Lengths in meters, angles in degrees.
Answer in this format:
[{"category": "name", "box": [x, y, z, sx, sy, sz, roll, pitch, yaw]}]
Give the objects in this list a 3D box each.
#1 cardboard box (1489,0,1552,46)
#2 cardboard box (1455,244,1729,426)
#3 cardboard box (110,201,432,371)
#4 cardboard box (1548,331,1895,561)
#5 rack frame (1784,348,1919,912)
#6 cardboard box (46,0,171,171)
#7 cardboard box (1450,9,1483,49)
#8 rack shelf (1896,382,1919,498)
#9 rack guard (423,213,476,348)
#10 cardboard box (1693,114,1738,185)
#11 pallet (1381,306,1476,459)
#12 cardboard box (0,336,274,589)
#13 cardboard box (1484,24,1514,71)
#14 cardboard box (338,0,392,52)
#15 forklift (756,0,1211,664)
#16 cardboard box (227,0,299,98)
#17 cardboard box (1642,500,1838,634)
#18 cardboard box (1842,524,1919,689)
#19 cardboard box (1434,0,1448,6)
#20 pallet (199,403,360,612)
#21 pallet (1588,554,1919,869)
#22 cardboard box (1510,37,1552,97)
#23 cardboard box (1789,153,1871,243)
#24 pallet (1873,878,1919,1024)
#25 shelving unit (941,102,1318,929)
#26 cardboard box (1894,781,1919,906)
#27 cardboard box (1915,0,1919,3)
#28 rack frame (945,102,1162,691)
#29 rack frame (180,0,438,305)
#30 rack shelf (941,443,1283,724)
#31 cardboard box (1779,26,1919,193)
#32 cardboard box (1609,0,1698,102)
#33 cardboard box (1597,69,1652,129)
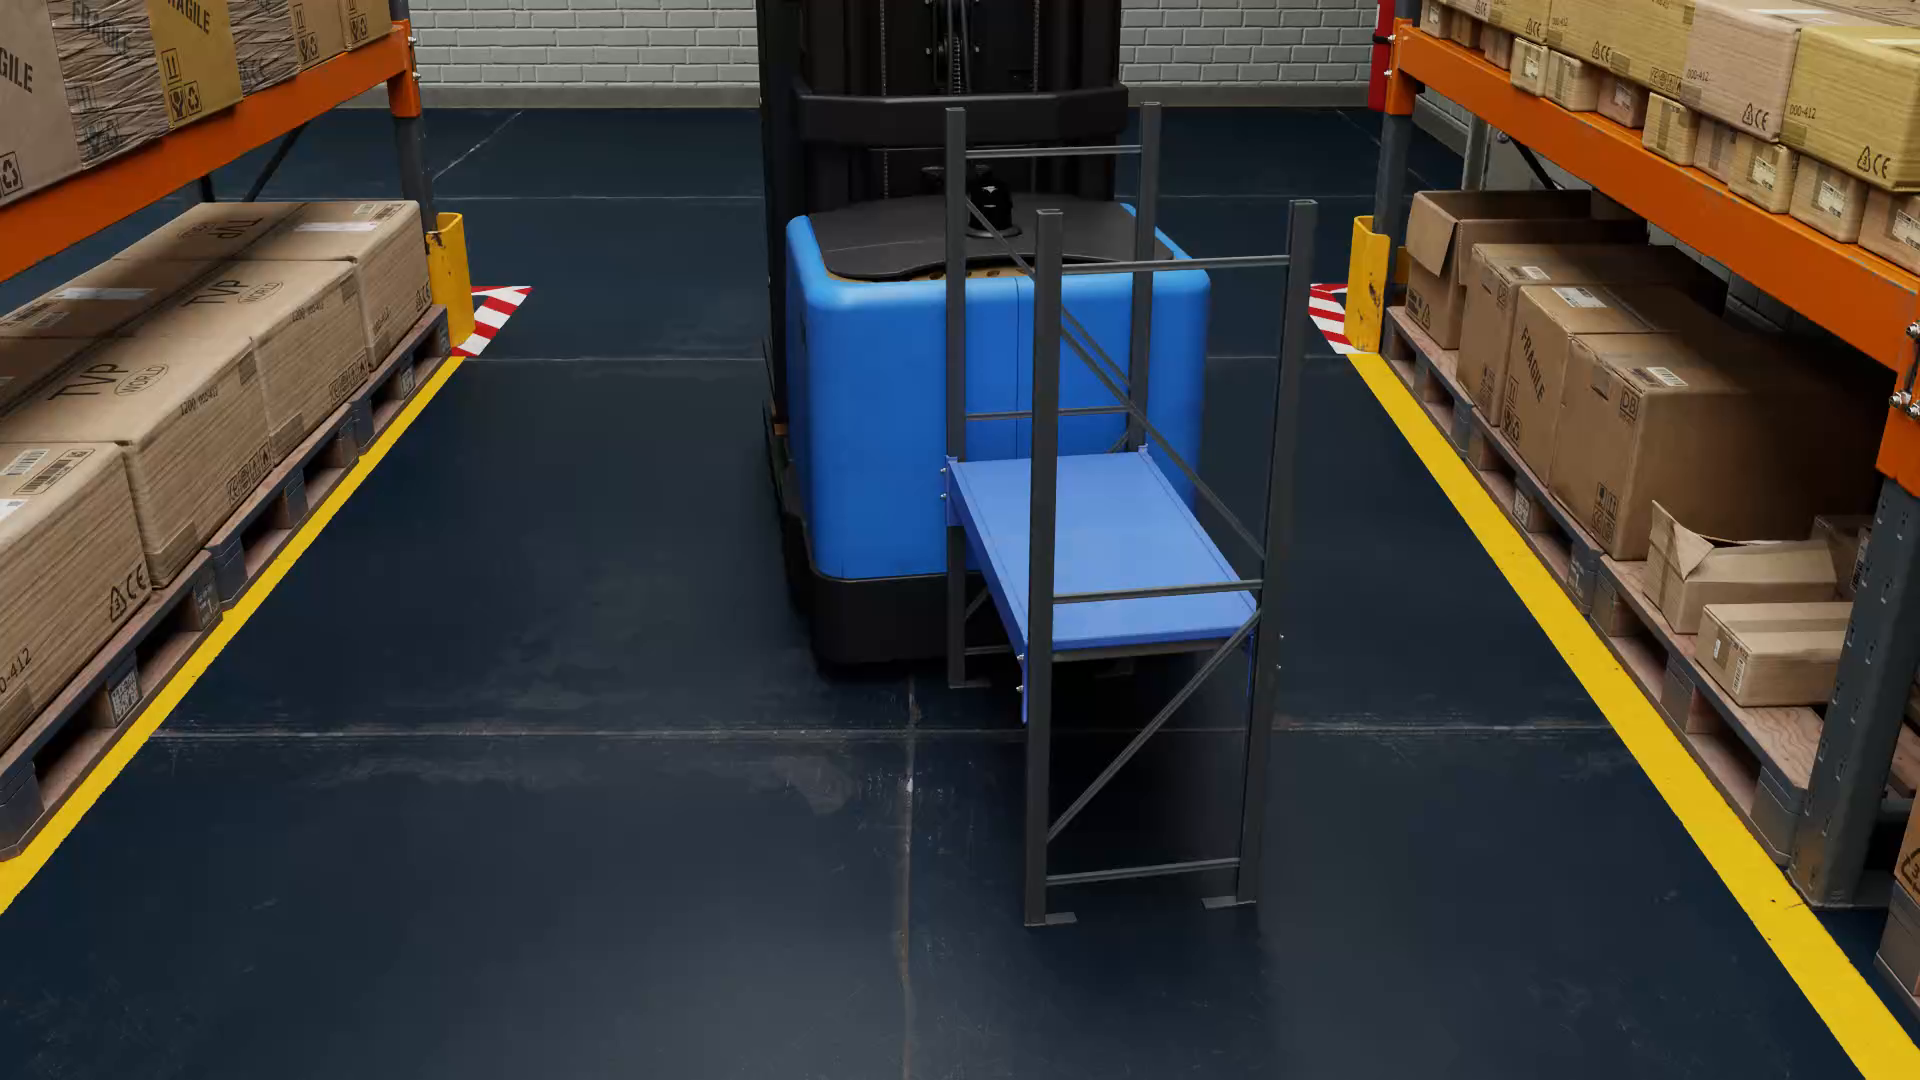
[{"category": "cardboard box", "box": [2.005, -1.720, 5.234, 0.500, 0.250, 0.500, -1, 24, -2]}, {"category": "cardboard box", "box": [2.138, -0.705, 5.693, 0.700, 0.500, 0.500, 1, 24, 2]}, {"category": "cardboard box", "box": [-2.601, -0.986, 6.390, 0.875, 0.438, 0.875, -1, 24, -2]}, {"category": "cardboard box", "box": [2.149, -0.278, 4.747, 0.700, 0.500, 0.500, -1, 24, -3]}, {"category": "rack frame", "box": [2.299, -0.609, 2.958, 1.000, 3.000, 0.127, 0, 24, -1]}, {"category": "cardboard box", "box": [-2.408, -1.238, 4.226, 0.500, 0.500, 0.500, 0, 24, 0]}, {"category": "cardboard box", "box": [2.033, -1.902, 6.120, 0.380, 0.149, 0.250, 0, 24, 1]}, {"category": "rack shelf", "box": [2.321, 0.542, 1.284, 1.077, 0.370, 4.000, 0, 24, -1]}, {"category": "rack guard", "box": [-2.708, -1.105, 7.086, 1.175, 0.500, 0.348, 0, 24, -1]}, {"category": "cardboard box", "box": [2.015, -0.948, 4.010, 0.380, 0.149, 0.250, 0, 24, 1]}, {"category": "pallet", "box": [2.266, -0.627, 6.381, 1.003, 0.211, 1.213, 0, 24, -1]}, {"category": "cardboard box", "box": [-2.574, -0.238, 4.735, 0.875, 0.438, 0.875, -1, 24, -2]}, {"category": "cardboard box", "box": [2.013, -1.689, 5.650, 0.380, 0.149, 0.250, 0, 24, 1]}, {"category": "cardboard box", "box": [-2.438, -2.082, 6.092, 0.500, 0.500, 0.500, 0, 24, 0]}, {"category": "forklift", "box": [-0.101, -1.589, 5.207, 1.130, 2.935, 3.031, -4, 25, -9]}, {"category": "cardboard box", "box": [-2.432, -1.663, 5.166, 0.500, 0.500, 0.500, 0, 24, 1]}, {"category": "cardboard box", "box": [1.995, 0.070, 4.264, 0.396, 0.266, 0.258, 1, 24, 1]}, {"category": "cardboard box", "box": [2.528, 0.151, 4.029, 0.500, 0.311, 0.500, 1, 24, 1]}, {"category": "cardboard box", "box": [1.991, -2.137, 6.155, 0.500, 0.250, 0.500, 0, 24, 0]}, {"category": "pallet", "box": [-2.611, -0.133, 5.287, 1.003, 0.211, 1.213, 0, 24, -1]}, {"category": "pallet", "box": [2.292, 0.378, 4.158, 1.003, 0.211, 1.213, 0, 24, -1]}, {"category": "cardboard box", "box": [1.949, -1.476, 5.177, 0.380, 0.149, 0.250, -1, 24, -2]}, {"category": "cardboard box", "box": [2.018, -0.732, 3.534, 0.380, 0.149, 0.250, 0, 24, 1]}, {"category": "pallet", "box": [2.345, 0.996, 2.792, 1.003, 0.211, 1.213, 0, 24, -1]}, {"category": "shelving unit", "box": [0.297, -0.103, 3.659, 0.538, 1.500, 1.048, -4, 25, -8]}, {"category": "cardboard box", "box": [2.079, 0.538, 2.943, 0.500, 0.500, 0.500, 1, 24, 2]}, {"category": "cardboard box", "box": [2.551, -1.089, 3.838, 0.500, 0.250, 0.500, 0, 24, -1]}, {"category": "rack frame", "box": [0.215, -0.310, 4.116, 0.500, 1.500, 0.032, -4, 25, -8]}, {"category": "rack frame", "box": [-2.708, -2.234, 6.549, 1.000, 3.000, 0.127, 0, 24, -1]}, {"category": "rack shelf", "box": [0.297, 0.060, 3.733, 0.538, 0.185, 1.000, -4, 25, -8]}, {"category": "cardboard box", "box": [2.049, -0.885, 3.389, 0.500, 0.250, 0.500, 0, 24, 1]}, {"category": "cardboard box", "box": [2.037, -1.297, 4.300, 0.500, 0.250, 0.500, 0, 24, -1]}, {"category": "cardboard box", "box": [2.044, -1.261, 4.703, 0.380, 0.149, 0.250, 0, 24, -1]}]
